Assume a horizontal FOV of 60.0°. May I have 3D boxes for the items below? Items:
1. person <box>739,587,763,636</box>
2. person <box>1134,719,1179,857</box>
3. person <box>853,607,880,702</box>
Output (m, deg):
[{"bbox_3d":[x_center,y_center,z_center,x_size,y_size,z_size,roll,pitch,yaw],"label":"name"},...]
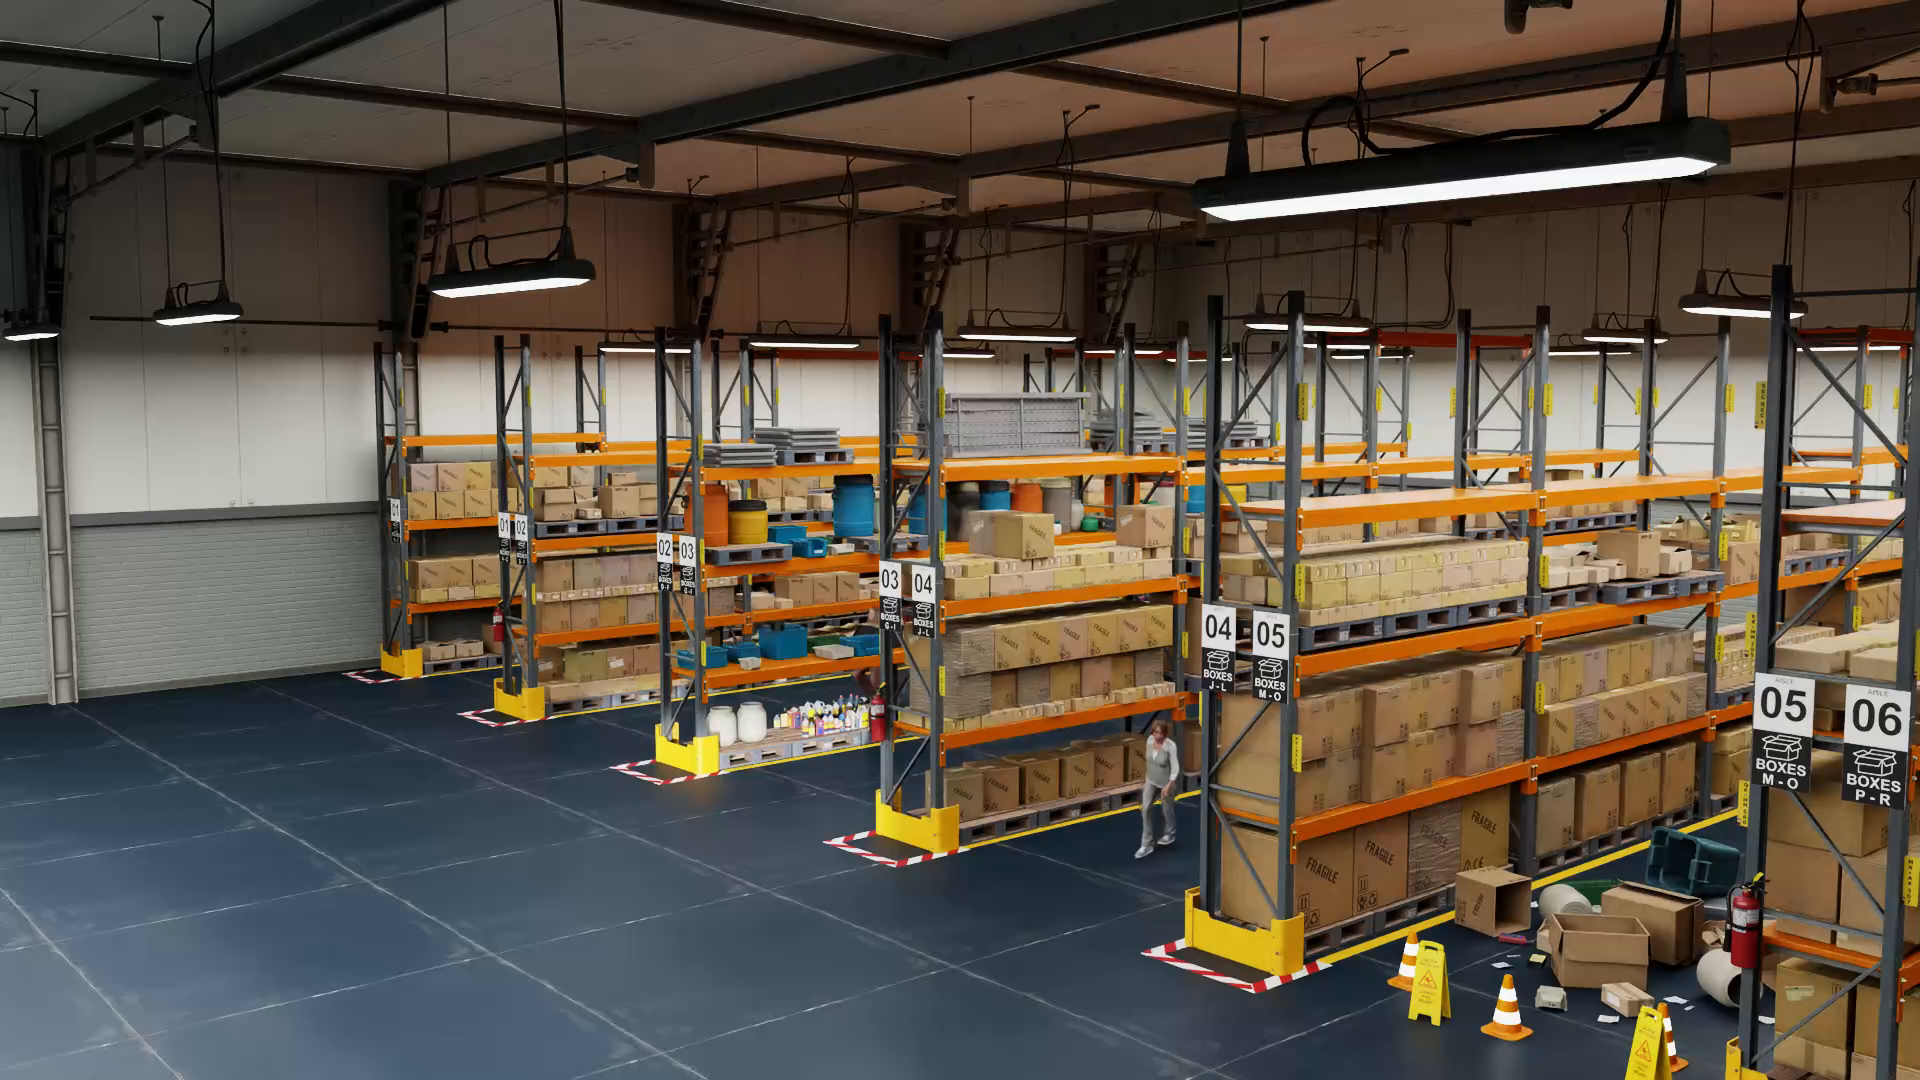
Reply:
[{"bbox_3d":[-3.989,1.579,31.550,0.596,1.461,0.787,3,6,26],"label":"person"},{"bbox_3d":[2.267,2.730,18.515,0.496,1.561,0.773,3,6,31],"label":"person"},{"bbox_3d":[-1.440,1.890,26.840,0.605,1.628,0.574,-5,7,-44],"label":"person"}]
